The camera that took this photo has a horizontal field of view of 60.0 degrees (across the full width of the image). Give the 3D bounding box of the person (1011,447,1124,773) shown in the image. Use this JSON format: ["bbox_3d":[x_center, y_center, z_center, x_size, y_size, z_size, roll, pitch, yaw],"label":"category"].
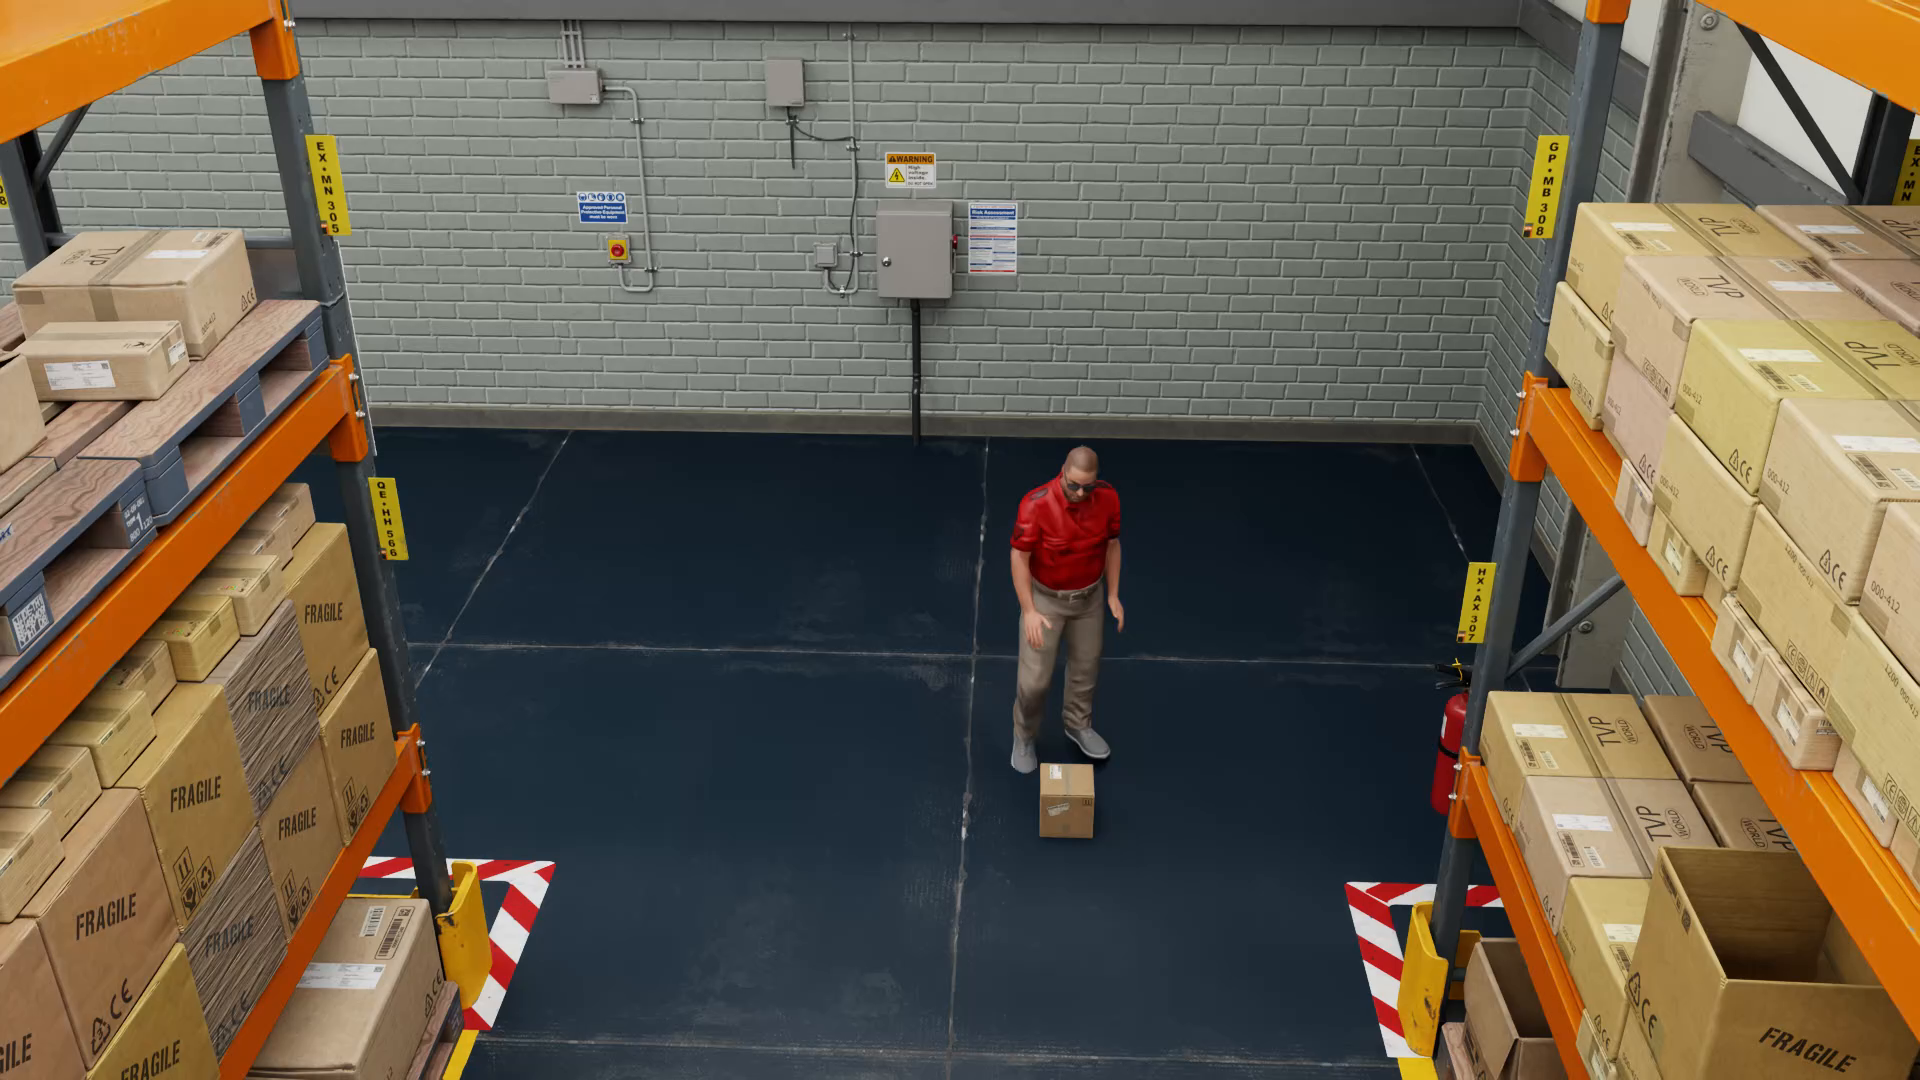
[{"bbox_3d":[0.512,0.341,8.045,0.571,1.790,0.440,-11,30,-21],"label":"person"}]
